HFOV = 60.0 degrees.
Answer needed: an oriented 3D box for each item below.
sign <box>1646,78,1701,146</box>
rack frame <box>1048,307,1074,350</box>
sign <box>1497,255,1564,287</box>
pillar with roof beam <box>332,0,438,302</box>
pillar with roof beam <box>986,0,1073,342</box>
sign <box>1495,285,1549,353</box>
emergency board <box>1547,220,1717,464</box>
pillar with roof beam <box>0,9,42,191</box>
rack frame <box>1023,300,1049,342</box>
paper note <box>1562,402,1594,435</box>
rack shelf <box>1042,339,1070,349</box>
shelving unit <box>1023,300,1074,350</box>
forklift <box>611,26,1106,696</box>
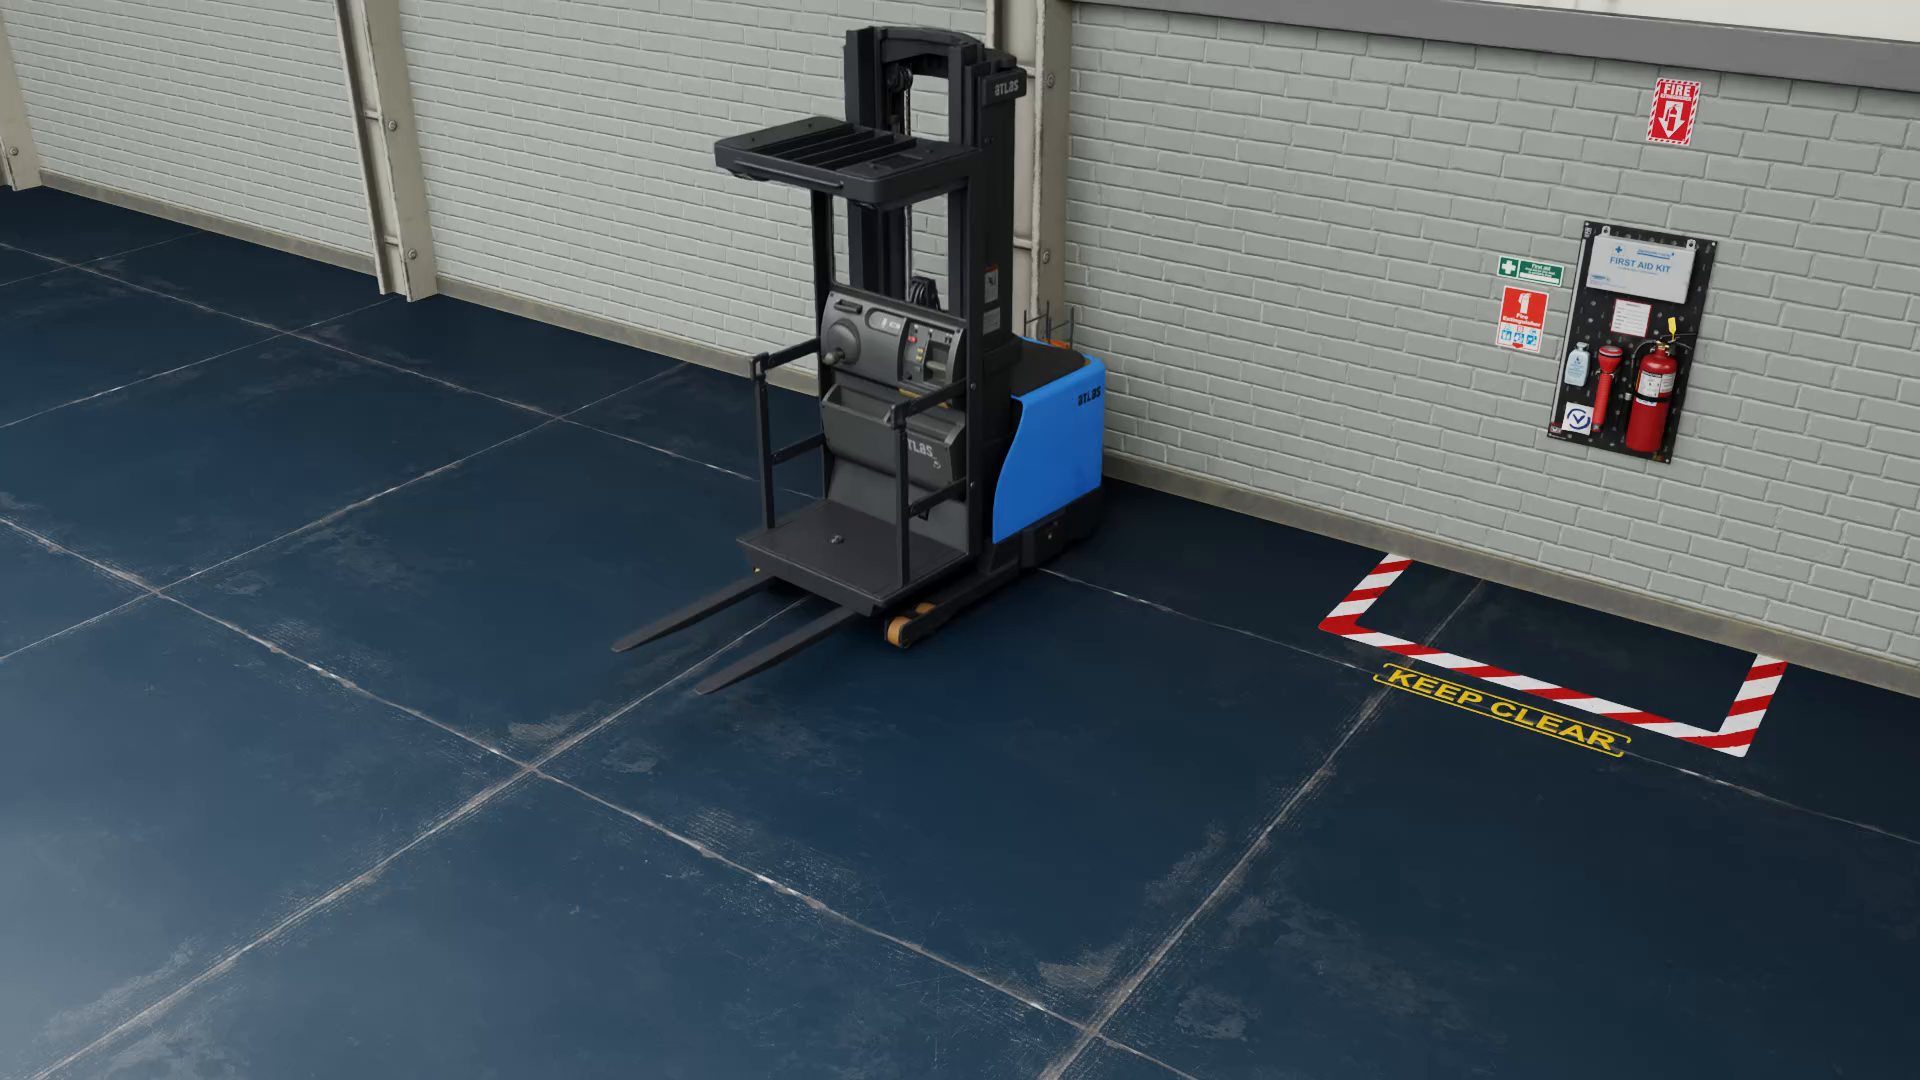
[{"bbox_3d":[3.374,-2.025,7.867,0.199,0.298,0.001,17,32,30],"label":"sign"},{"bbox_3d":[0.592,-0.799,9.997,0.006,1.200,0.240,21,34,35],"label":"rack frame"},{"bbox_3d":[2.925,-1.381,8.533,0.331,0.109,0.001,17,32,30],"label":"sign"},{"bbox_3d":[-6.989,-4.450,8.572,0.400,9.000,9.100,17,32,30],"label":"pillar with roof beam"},{"bbox_3d":[-2.044,-2.909,5.544,0.400,9.000,9.100,17,32,30],"label":"pillar with roof beam"},{"bbox_3d":[2.927,-1.149,8.662,0.234,0.329,0.001,17,32,30],"label":"sign"},{"bbox_3d":[3.324,-0.953,8.315,0.643,1.169,0.194,17,32,30],"label":"emergency board"},{"bbox_3d":[-11.935,-5.990,11.599,0.400,9.000,9.100,17,32,30],"label":"pillar with roof beam"},{"bbox_3d":[0.453,-0.852,10.102,0.006,1.200,0.240,21,34,35],"label":"rack frame"},{"bbox_3d":[3.217,-0.631,8.655,0.142,0.148,0.016,17,32,30],"label":"paper note"},{"bbox_3d":[0.523,-1.107,9.906,0.180,0.103,0.258,21,34,35],"label":"rack shelf"},{"bbox_3d":[0.523,-0.826,10.049,0.189,1.200,0.258,21,34,35],"label":"shelving unit"},{"bbox_3d":[-0.495,-1.000,8.483,1.130,2.935,3.031,21,34,35],"label":"forklift"}]
